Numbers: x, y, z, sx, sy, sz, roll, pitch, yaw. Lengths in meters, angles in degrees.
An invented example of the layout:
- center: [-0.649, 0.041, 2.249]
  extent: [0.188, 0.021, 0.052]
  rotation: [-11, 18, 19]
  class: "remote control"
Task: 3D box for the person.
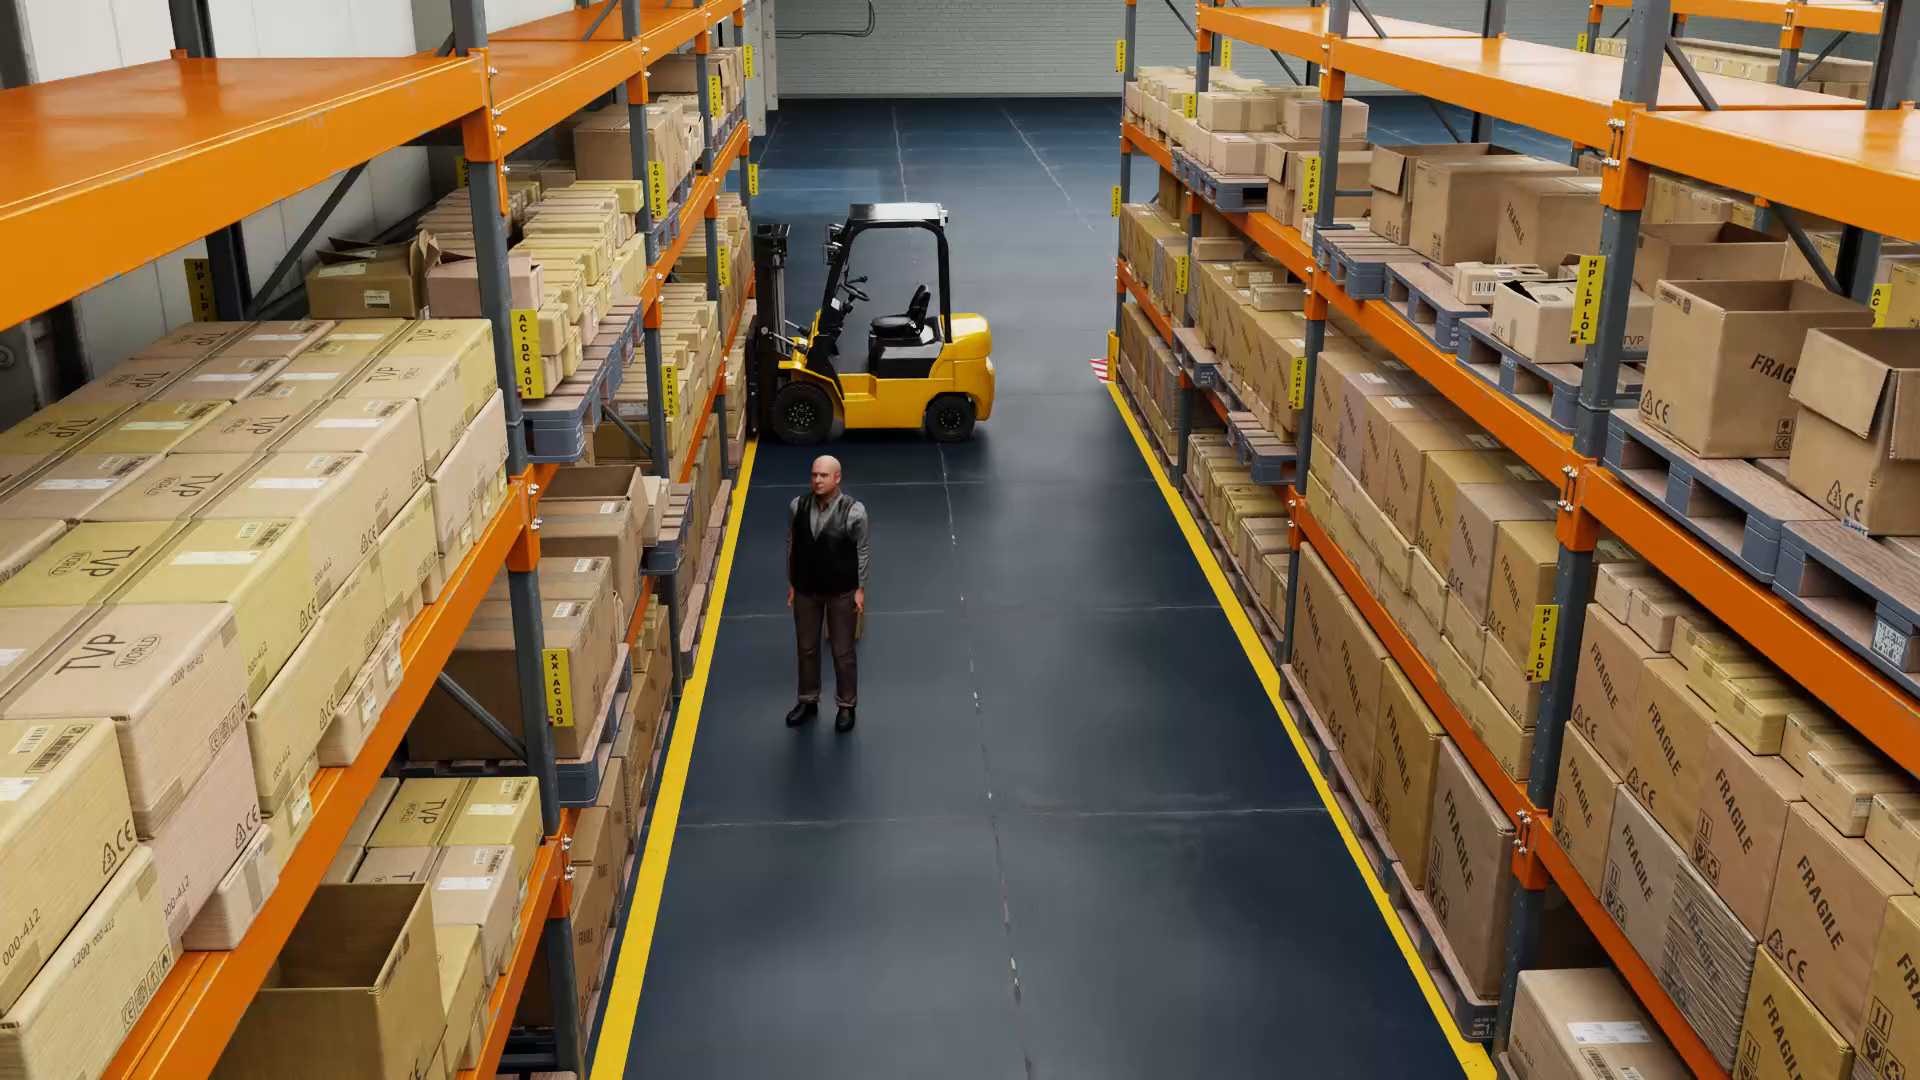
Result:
- center: [-0.824, 0.321, 10.242]
  extent: [0.524, 1.723, 0.368]
  rotation: [5, 21, 13]
  class: "person"
